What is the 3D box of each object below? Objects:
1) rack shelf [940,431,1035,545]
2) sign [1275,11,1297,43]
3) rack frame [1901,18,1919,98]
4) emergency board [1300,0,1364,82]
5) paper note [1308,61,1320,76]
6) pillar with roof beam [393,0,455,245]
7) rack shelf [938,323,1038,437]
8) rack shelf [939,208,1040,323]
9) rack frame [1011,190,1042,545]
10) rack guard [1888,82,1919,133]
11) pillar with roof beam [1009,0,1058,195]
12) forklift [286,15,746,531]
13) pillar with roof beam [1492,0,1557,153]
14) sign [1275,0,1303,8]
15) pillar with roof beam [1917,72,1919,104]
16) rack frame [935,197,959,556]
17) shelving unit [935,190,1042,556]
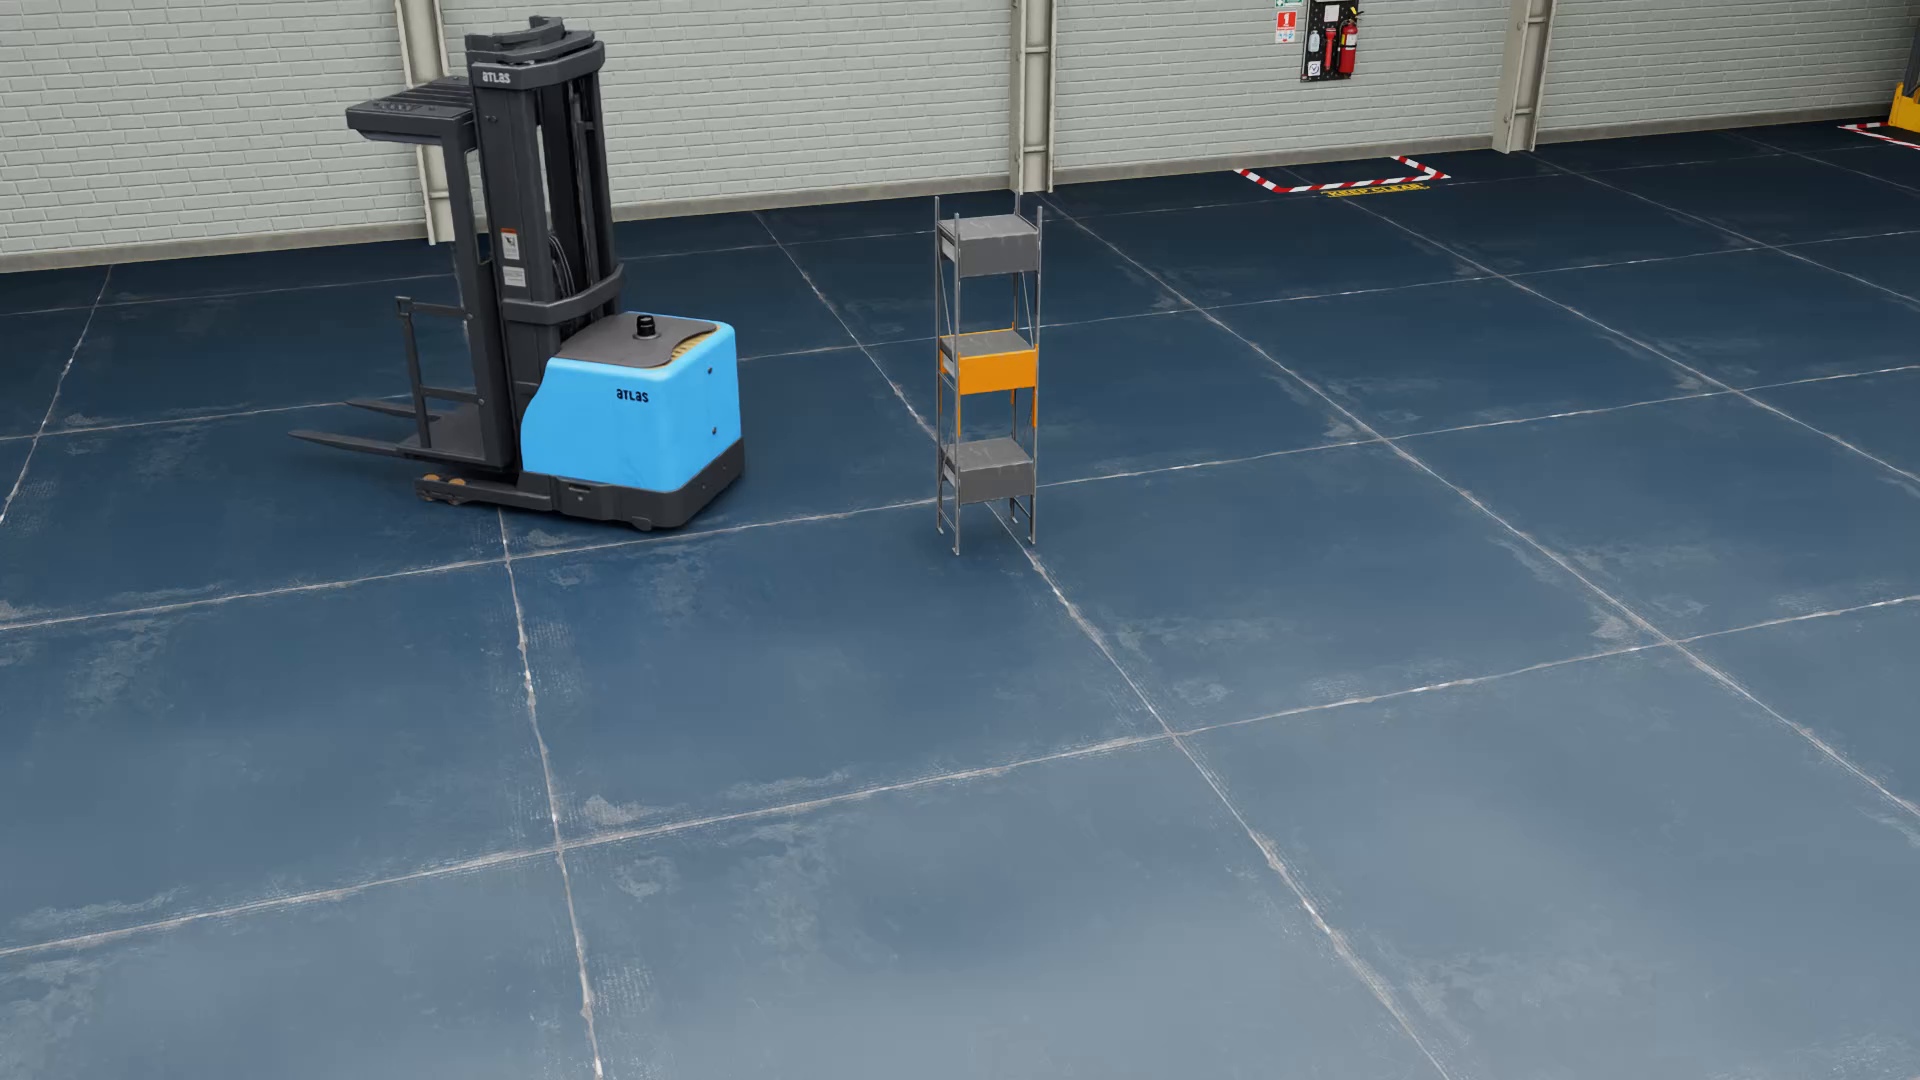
[{"bbox_3d":[0.157,-0.324,10.146,0.480,0.518,0.431,-8,28,-16],"label":"rack shelf"},{"bbox_3d":[3.542,-5.575,18.067,0.234,0.329,0.001,-8,28,-16],"label":"sign"},{"bbox_3d":[11.769,-6.280,19.527,0.127,3.000,1.000,-8,28,-16],"label":"rack frame"},{"bbox_3d":[4.100,-5.592,18.141,0.643,1.169,0.194,-8,28,-16],"label":"emergency board"},{"bbox_3d":[3.910,-5.202,18.346,0.142,0.148,0.016,-8,28,-16],"label":"paper note"},{"bbox_3d":[-3.615,-5.131,10.465,0.400,9.000,9.100,-8,28,-16],"label":"pillar with roof beam"},{"bbox_3d":[0.157,-0.951,9.835,0.480,0.518,0.431,-8,28,-16],"label":"rack shelf"},{"bbox_3d":[0.157,-1.578,9.524,0.480,0.518,0.431,-8,28,-16],"label":"rack shelf"},{"bbox_3d":[0.389,-0.997,9.897,0.015,2.100,0.400,-8,28,-16],"label":"rack frame"},{"bbox_3d":[11.841,-5.171,20.104,0.348,0.500,1.175,-8,28,-16],"label":"rack guard"},{"bbox_3d":[2.090,-5.957,12.129,0.400,9.000,9.100,-8,28,-16],"label":"pillar with roof beam"},{"bbox_3d":[-2.998,-1.751,10.481,3.031,2.935,1.130,9,28,17],"label":"forklift"},{"bbox_3d":[7.795,-6.783,13.793,0.400,9.000,9.100,-8,28,-16],"label":"pillar with roof beam"},{"bbox_3d":[3.550,-5.810,17.943,0.331,0.109,0.001,-8,28,-16],"label":"sign"},{"bbox_3d":[13.500,-7.609,15.457,0.400,9.000,9.100,-8,28,-16],"label":"pillar with roof beam"},{"bbox_3d":[-0.075,-0.930,9.761,0.015,2.100,0.400,-8,28,-16],"label":"rack frame"},{"bbox_3d":[0.157,-0.963,9.829,0.503,2.100,0.431,-8,28,-16],"label":"shelving unit"}]
